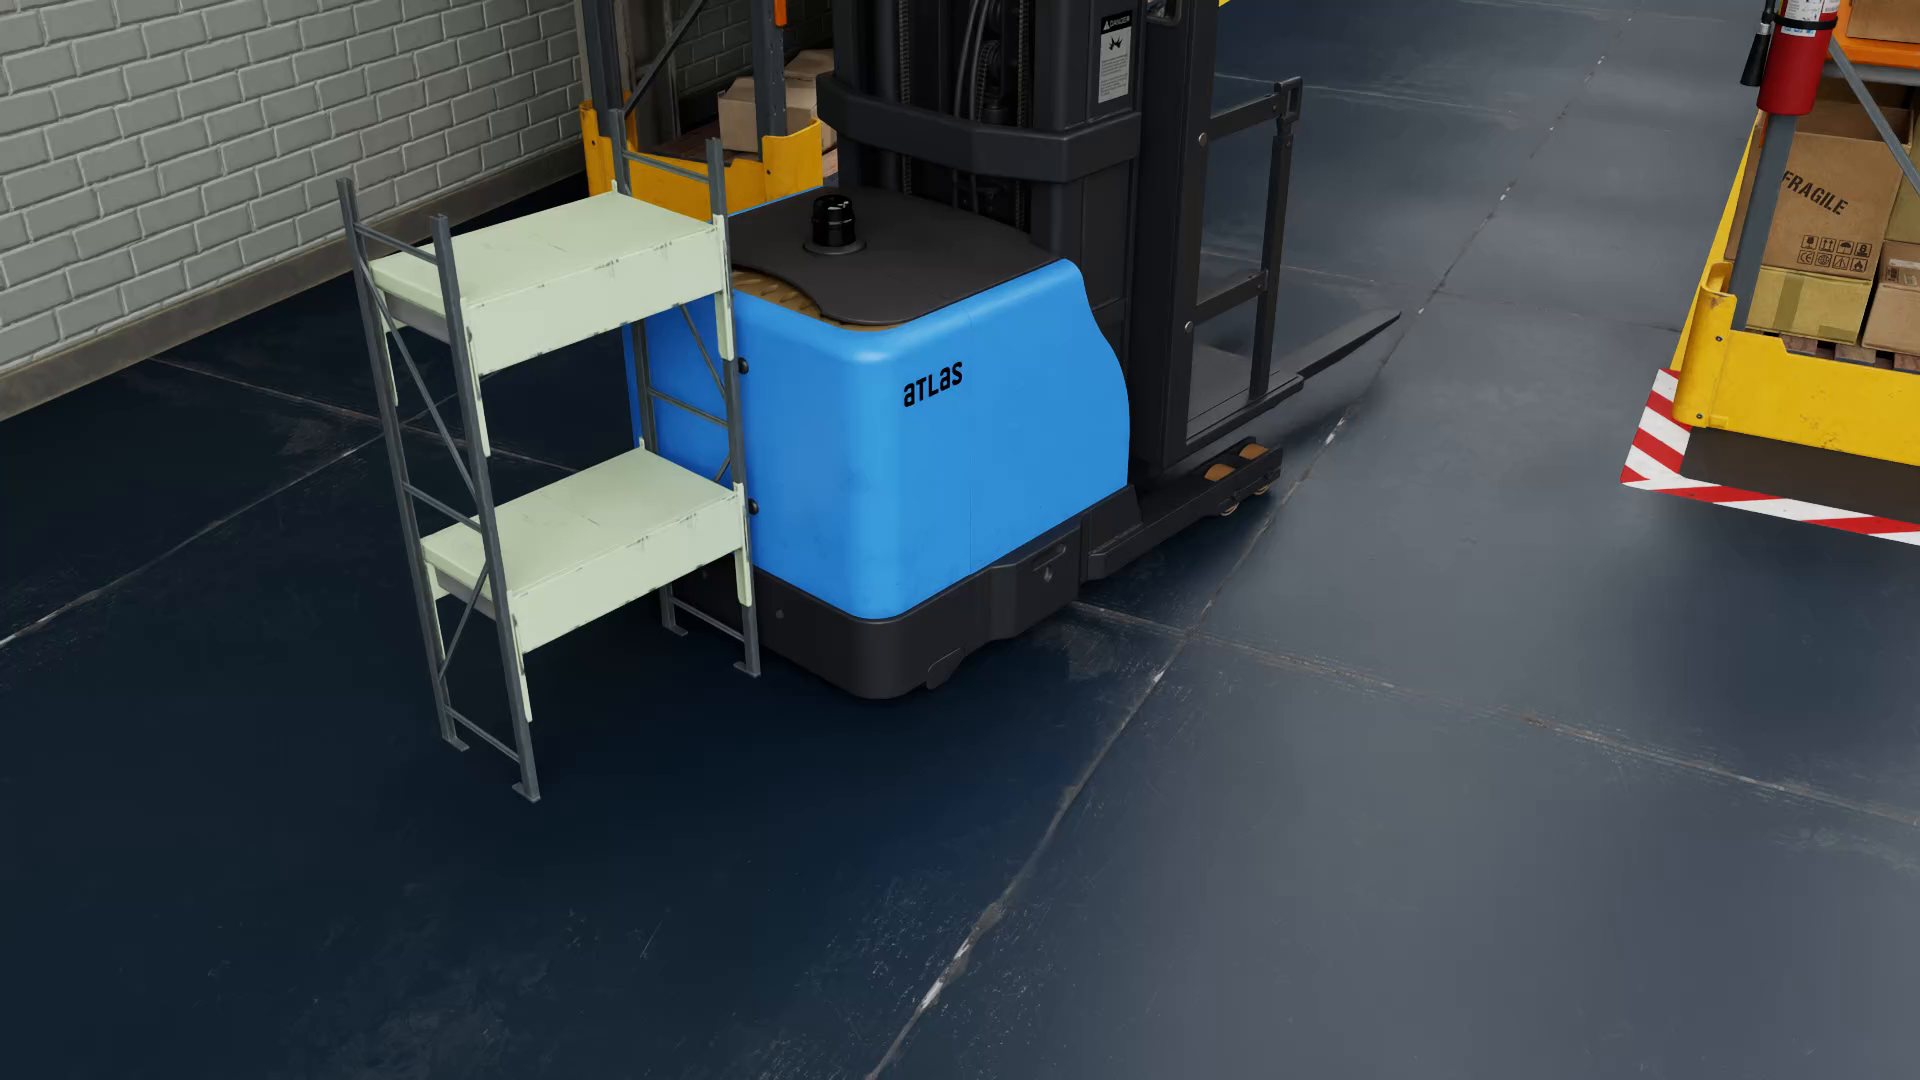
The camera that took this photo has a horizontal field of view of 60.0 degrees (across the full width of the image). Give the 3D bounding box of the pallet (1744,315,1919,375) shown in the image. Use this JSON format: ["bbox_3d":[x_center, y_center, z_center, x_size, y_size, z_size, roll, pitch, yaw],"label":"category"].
[{"bbox_3d":[3.477,-0.824,6.473,1.003,0.211,1.213,14,33,23],"label":"pallet"}]

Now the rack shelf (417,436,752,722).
[{"bbox_3d":[-0.952,0.078,4.262,0.431,0.370,0.720,24,38,36],"label":"rack shelf"}]

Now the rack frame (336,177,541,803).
[{"bbox_3d":[-1.197,-0.069,3.864,0.400,1.500,0.023,24,38,36],"label":"rack frame"}]

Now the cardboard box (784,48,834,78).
[{"bbox_3d":[-0.590,-2.371,8.624,0.500,0.311,0.500,17,34,27],"label":"cardboard box"}]

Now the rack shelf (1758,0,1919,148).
[{"bbox_3d":[4.077,-2.259,6.895,1.077,0.370,4.000,14,33,23],"label":"rack shelf"}]

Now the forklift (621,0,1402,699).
[{"bbox_3d":[0.417,-1.501,4.921,1.130,2.935,3.031,24,38,36],"label":"forklift"}]

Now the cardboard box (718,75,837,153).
[{"bbox_3d":[-0.850,-2.118,8.184,0.500,0.311,0.500,11,32,18],"label":"cardboard box"}]

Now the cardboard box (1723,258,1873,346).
[{"bbox_3d":[3.147,-0.979,6.282,0.500,0.250,0.500,14,33,23],"label":"cardboard box"}]

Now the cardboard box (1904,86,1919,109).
[{"bbox_3d":[4.051,-1.633,6.669,0.500,0.500,0.500,14,33,23],"label":"cardboard box"}]

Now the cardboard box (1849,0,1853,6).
[{"bbox_3d":[3.625,-2.166,5.909,0.700,0.500,0.500,15,33,25],"label":"cardboard box"}]

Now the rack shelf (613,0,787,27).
[{"bbox_3d":[-0.334,-3.381,8.849,1.077,0.370,4.000,14,33,23],"label":"rack shelf"}]

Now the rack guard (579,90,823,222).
[{"bbox_3d":[-1.211,-1.756,7.807,1.175,0.500,0.348,14,33,23],"label":"rack guard"}]

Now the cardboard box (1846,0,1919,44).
[{"bbox_3d":[3.390,-1.932,5.502,0.700,0.500,0.500,14,33,23],"label":"cardboard box"}]

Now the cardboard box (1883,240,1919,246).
[{"bbox_3d":[3.833,-1.084,6.465,0.500,0.250,0.500,14,33,23],"label":"cardboard box"}]

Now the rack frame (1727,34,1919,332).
[{"bbox_3d":[3.166,-1.685,5.171,1.000,3.000,0.127,14,33,23],"label":"rack frame"}]

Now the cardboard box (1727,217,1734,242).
[{"bbox_3d":[3.365,-1.203,6.673,0.500,0.250,0.500,14,33,23],"label":"cardboard box"}]

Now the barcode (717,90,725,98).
[{"bbox_3d":[-1.198,-2.221,8.354,0.001,0.075,0.075,14,33,23],"label":"barcode"}]

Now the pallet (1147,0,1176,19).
[{"bbox_3d":[0.930,-3.716,11.509,1.003,0.211,1.213,14,33,23],"label":"pallet"}]

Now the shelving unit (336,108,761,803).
[{"bbox_3d":[-0.952,-0.204,4.100,0.431,1.500,0.755,24,38,36],"label":"shelving unit"}]

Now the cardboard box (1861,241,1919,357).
[{"bbox_3d":[3.609,-0.862,6.078,0.500,0.250,0.500,14,33,23],"label":"cardboard box"}]

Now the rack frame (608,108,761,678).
[{"bbox_3d":[-0.707,-0.340,4.336,0.400,1.500,0.023,24,38,36],"label":"rack frame"}]

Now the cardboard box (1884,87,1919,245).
[{"bbox_3d":[3.835,-1.409,6.278,0.500,0.500,0.500,14,33,23],"label":"cardboard box"}]

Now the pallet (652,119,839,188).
[{"bbox_3d":[-0.809,-1.983,8.492,1.003,0.211,1.213,14,33,23],"label":"pallet"}]

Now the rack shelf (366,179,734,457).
[{"bbox_3d":[-0.952,-0.543,3.906,0.431,0.370,0.720,24,38,36],"label":"rack shelf"}]

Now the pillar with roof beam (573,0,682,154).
[{"bbox_3d":[2.136,-4.938,4.813,9.100,9.000,0.400,14,33,23],"label":"pillar with roof beam"}]

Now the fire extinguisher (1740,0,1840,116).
[{"bbox_3d":[2.699,-1.704,5.283,0.296,0.674,0.183,14,33,23],"label":"fire extinguisher"}]

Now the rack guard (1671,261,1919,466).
[{"bbox_3d":[3.155,-0.590,5.775,1.175,0.500,0.348,14,33,23],"label":"rack guard"}]

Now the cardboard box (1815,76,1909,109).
[{"bbox_3d":[3.588,-1.751,6.874,0.500,0.500,0.500,14,33,23],"label":"cardboard box"}]

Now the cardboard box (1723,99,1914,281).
[{"bbox_3d":[3.146,-1.305,6.096,0.500,0.500,0.500,14,33,23],"label":"cardboard box"}]

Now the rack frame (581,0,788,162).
[{"bbox_3d":[-1.245,-2.807,7.125,1.000,3.000,0.127,14,33,23],"label":"rack frame"}]

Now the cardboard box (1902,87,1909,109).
[{"bbox_3d":[4.294,-1.851,7.048,0.500,0.500,0.500,14,33,23],"label":"cardboard box"}]
